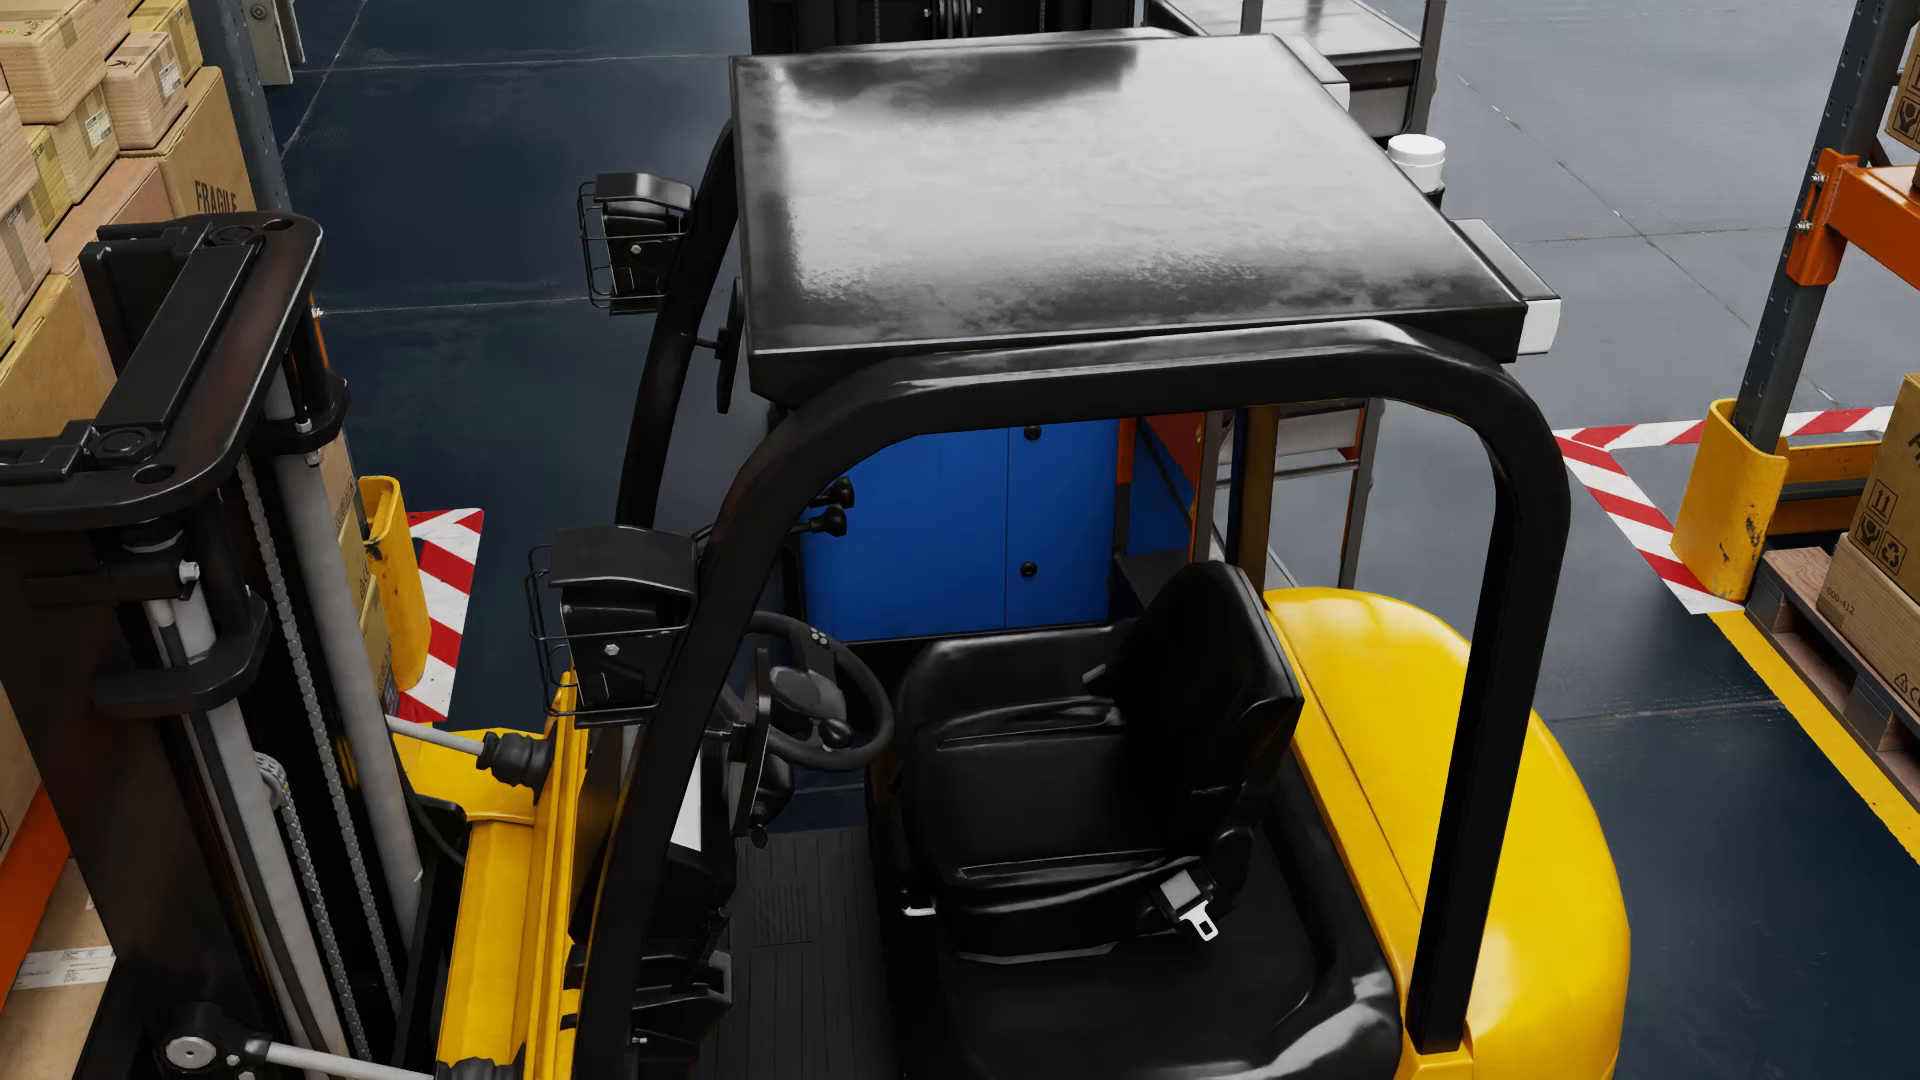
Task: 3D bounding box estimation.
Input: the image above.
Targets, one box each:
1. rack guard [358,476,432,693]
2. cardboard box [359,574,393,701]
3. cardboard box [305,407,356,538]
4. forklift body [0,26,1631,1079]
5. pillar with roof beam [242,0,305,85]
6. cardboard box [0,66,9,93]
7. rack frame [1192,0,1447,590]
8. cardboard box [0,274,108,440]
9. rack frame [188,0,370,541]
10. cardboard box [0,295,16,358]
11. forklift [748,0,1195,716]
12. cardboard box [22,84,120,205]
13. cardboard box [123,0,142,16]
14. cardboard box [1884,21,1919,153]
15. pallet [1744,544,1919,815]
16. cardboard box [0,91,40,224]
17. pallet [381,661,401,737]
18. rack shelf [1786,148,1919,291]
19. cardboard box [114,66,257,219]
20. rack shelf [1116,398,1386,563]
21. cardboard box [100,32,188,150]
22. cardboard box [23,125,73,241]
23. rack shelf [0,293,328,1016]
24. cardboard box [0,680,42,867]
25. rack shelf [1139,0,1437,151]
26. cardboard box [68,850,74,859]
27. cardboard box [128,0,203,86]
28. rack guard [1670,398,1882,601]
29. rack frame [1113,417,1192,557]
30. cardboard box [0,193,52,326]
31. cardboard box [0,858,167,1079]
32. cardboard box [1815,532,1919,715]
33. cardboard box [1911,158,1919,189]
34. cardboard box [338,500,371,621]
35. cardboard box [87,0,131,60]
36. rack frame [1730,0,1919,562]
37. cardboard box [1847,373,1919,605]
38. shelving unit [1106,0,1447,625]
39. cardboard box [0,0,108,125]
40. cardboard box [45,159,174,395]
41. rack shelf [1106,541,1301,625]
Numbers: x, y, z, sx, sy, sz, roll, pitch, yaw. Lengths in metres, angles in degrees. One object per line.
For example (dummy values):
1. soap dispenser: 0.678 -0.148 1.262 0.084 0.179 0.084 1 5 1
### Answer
1. rack guard: -2.109 0.164 4.566 1.175 0.500 0.348 -4 35 -6
2. cardboard box: -1.730 0.345 4.149 0.500 0.250 0.500 -4 34 -6
3. cardboard box: -1.735 -0.073 3.874 0.500 0.250 0.500 -3 34 -5
4. forklift body: -0.043 0.415 2.731 2.313 2.155 1.214 -4 35 -6
5. pillar with roof beam: 0.553 -6.552 6.874 9.100 9.000 0.400 -4 35 -6
6. cardboard box: -1.763 -0.681 2.656 0.380 0.149 0.250 -4 34 -6
7. rack frame: 0.703 -0.136 3.578 0.400 2.100 0.015 -8 35 -12
8. cardboard box: -1.650 -0.066 2.595 0.500 0.500 0.500 -5 35 -7
9. rack frame: -2.106 -0.856 3.842 1.000 3.000 0.127 -4 35 -6
10. cardboard box: -1.585 -0.279 2.331 0.380 0.149 0.250 -4 34 -6
11. forklift: -0.084 -1.560 4.936 1.130 2.935 3.031 -4 35 -6
12. cardboard box: -1.744 -0.703 2.954 0.380 0.149 0.250 -4 34 -5
13. cardboard box: -1.849 -1.104 3.278 0.380 0.149 0.250 -4 35 -6
14. cardboard box: 2.601 -1.113 3.866 0.500 0.500 0.500 -5 35 -7
15. pallet: 2.896 0.417 4.451 1.003 0.211 1.213 -4 35 -6
16. cardboard box: -1.618 -0.544 2.455 0.380 0.149 0.250 -4 34 -5
17. pallet: -1.962 0.720 4.006 1.003 0.211 1.213 -4 35 -6
18. rack shelf: 3.081 0.179 2.962 1.077 0.370 4.000 -4 35 -6
19. cardboard box: -1.780 -0.643 3.440 0.500 0.500 0.500 -5 35 -7
20. rack shelf: 0.641 -0.256 3.782 0.431 0.518 0.480 -8 35 -12
21. cardboard box: -1.718 -0.853 3.173 0.380 0.149 0.250 -4 34 -6
22. cardboard box: -1.722 -0.564 2.749 0.380 0.149 0.250 -5 35 -7
23. rack shelf: -1.837 0.557 2.407 1.077 0.370 4.000 -4 35 -6
24. cardboard box: -1.571 0.213 2.185 0.500 0.500 0.500 -4 34 -6
25. rack shelf: 0.639 -0.838 3.392 0.431 0.518 0.480 -8 35 -12
26. cardboard box: -1.583 0.492 3.045 0.500 0.250 0.500 -4 34 -6
27. cardboard box: -1.782 -0.993 3.379 0.380 0.149 0.250 -4 34 -6
28. rack guard: 2.822 -0.159 5.039 1.175 0.500 0.348 -4 35 -6
29. rack frame: 0.579 -0.399 3.970 0.400 2.100 0.015 -8 35 -12
30. cardboard box: -1.639 -0.419 2.536 0.380 0.149 0.250 -5 35 -8
31. cardboard box: -1.522 0.776 2.629 0.500 0.250 0.500 -5 35 -7
32. cardboard box: 2.646 0.200 4.362 0.500 0.250 0.500 -5 35 -7
33. cardboard box: 2.653 -0.925 4.167 0.380 0.149 0.250 -4 35 -6
34. cardboard box: -1.731 0.148 3.994 0.500 0.250 0.500 -5 35 -7
35. cardboard box: -1.785 -0.969 3.079 0.380 0.149 0.250 -4 35 -6
36. rack frame: 2.812 -1.234 4.397 1.000 3.000 0.127 -4 35 -6
37. cardboard box: 2.650 -0.097 4.131 0.500 0.500 0.500 -5 35 -8
38. shelving unit: 0.641 -0.268 3.774 0.431 2.100 0.503 -8 35 -12
39. cardboard box: -1.723 -0.825 2.868 0.380 0.149 0.250 -4 34 -5
40. cardboard box: -1.719 -0.352 3.015 0.500 0.500 0.500 -3 34 -5
41. rack shelf: 0.642 0.326 4.171 0.431 0.518 0.480 -8 35 -12
